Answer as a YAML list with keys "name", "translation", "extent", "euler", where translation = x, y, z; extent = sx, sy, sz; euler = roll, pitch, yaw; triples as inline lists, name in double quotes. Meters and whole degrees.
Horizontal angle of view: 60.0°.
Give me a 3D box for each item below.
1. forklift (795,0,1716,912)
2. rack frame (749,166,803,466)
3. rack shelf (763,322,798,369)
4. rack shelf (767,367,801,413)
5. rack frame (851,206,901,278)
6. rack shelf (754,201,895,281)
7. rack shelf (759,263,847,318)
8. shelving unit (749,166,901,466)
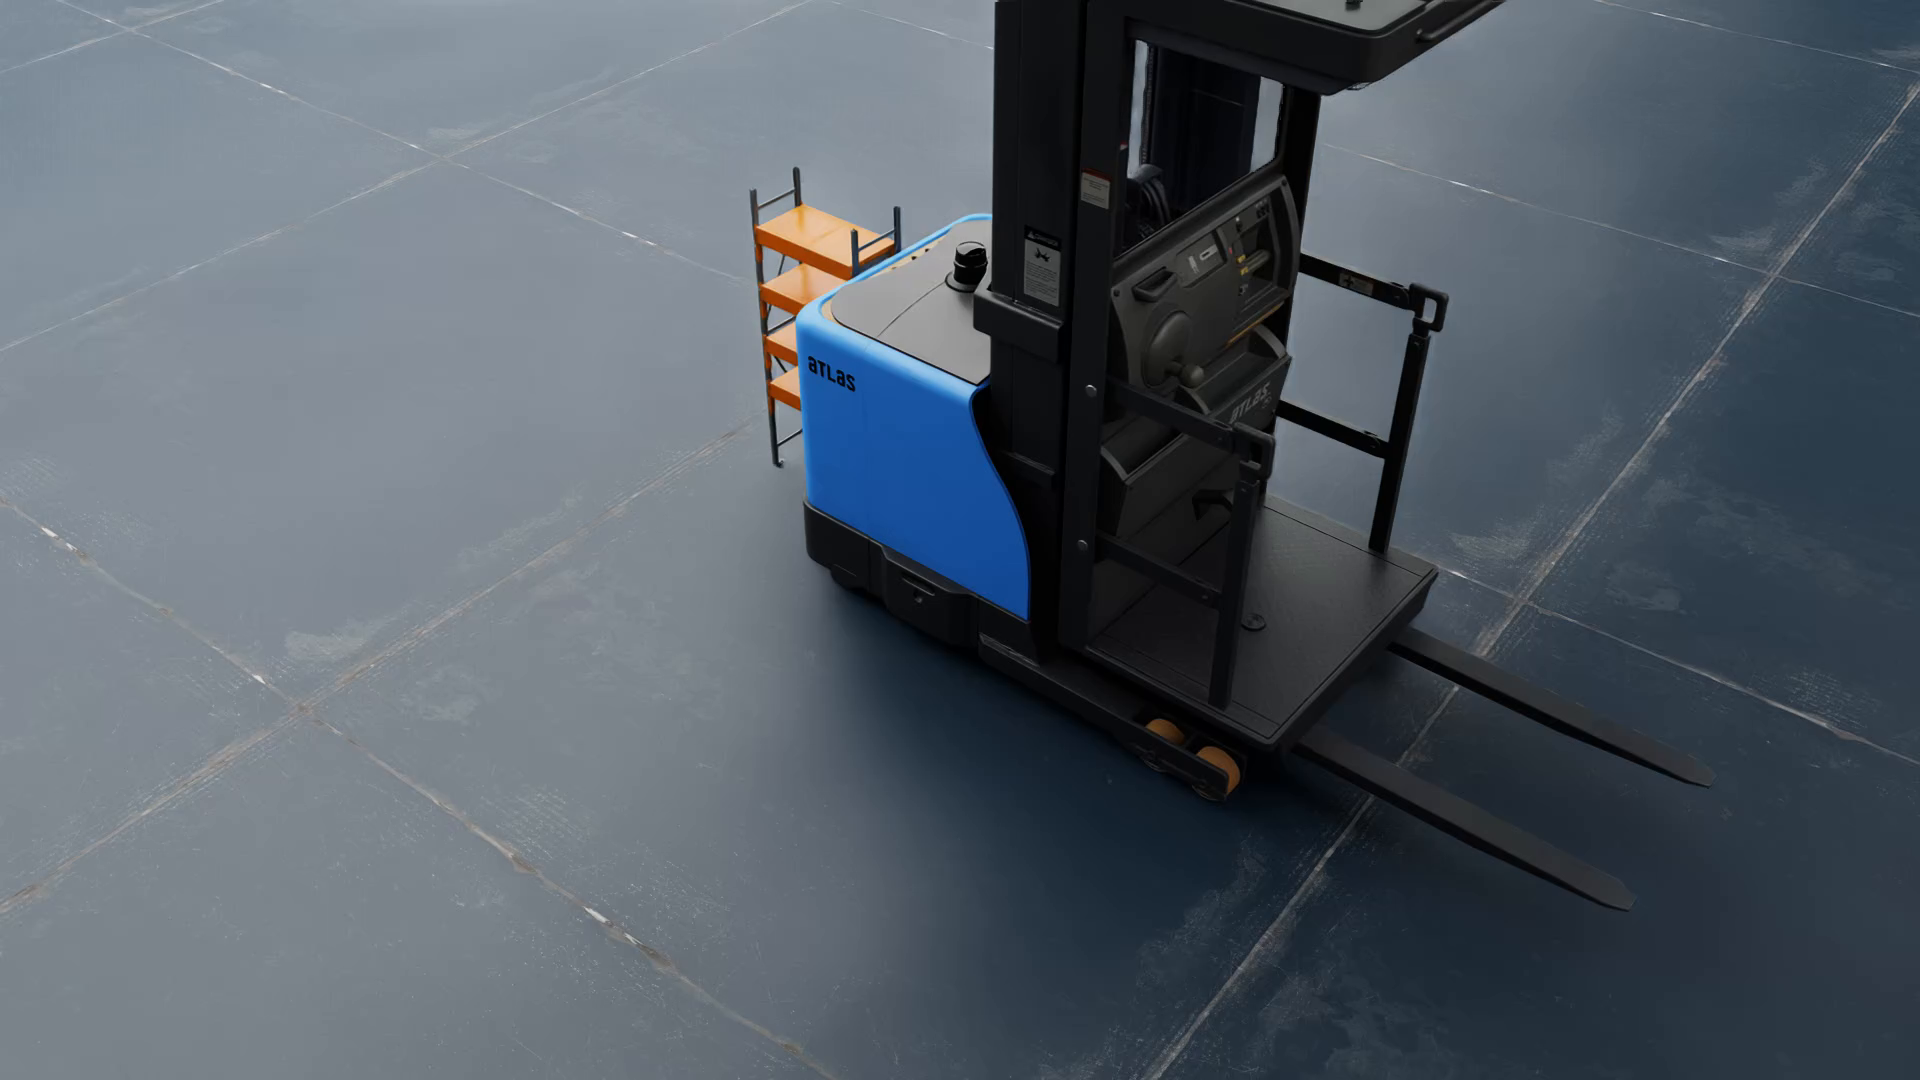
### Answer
- name: "forklift"
  translation: [0.894, -0.711, 4.780]
  extent: [3.031, 2.935, 1.130]
  euler: [27, 46, 30]
- name: "rack frame"
  translation: [-0.664, -0.825, 6.331]
  extent: [0.015, 1.200, 0.240]
  euler: [27, 46, 30]
- name: "rack shelf"
  translation: [-0.477, -0.676, 6.249]
  extent: [0.480, 0.148, 0.258]
  euler: [27, 46, 30]
- name: "rack shelf"
  translation: [-0.477, -0.520, 6.372]
  extent: [0.480, 0.148, 0.258]
  euler: [27, 46, 30]
- name: "rack frame"
  translation: [-0.289, -0.633, 6.085]
  extent: [0.015, 1.200, 0.240]
  euler: [27, 46, 30]
- name: "rack shelf"
  translation: [-0.477, -1.038, 5.966]
  extent: [0.480, 0.148, 0.258]
  euler: [27, 46, 30]
- name: "rack shelf"
  translation: [-0.477, -0.852, 6.111]
  extent: [0.480, 0.148, 0.258]
  euler: [27, 46, 30]
- name: "shelving unit"
  translation: [-0.477, -0.729, 6.208]
  extent: [0.503, 1.200, 0.258]
  euler: [27, 46, 30]
